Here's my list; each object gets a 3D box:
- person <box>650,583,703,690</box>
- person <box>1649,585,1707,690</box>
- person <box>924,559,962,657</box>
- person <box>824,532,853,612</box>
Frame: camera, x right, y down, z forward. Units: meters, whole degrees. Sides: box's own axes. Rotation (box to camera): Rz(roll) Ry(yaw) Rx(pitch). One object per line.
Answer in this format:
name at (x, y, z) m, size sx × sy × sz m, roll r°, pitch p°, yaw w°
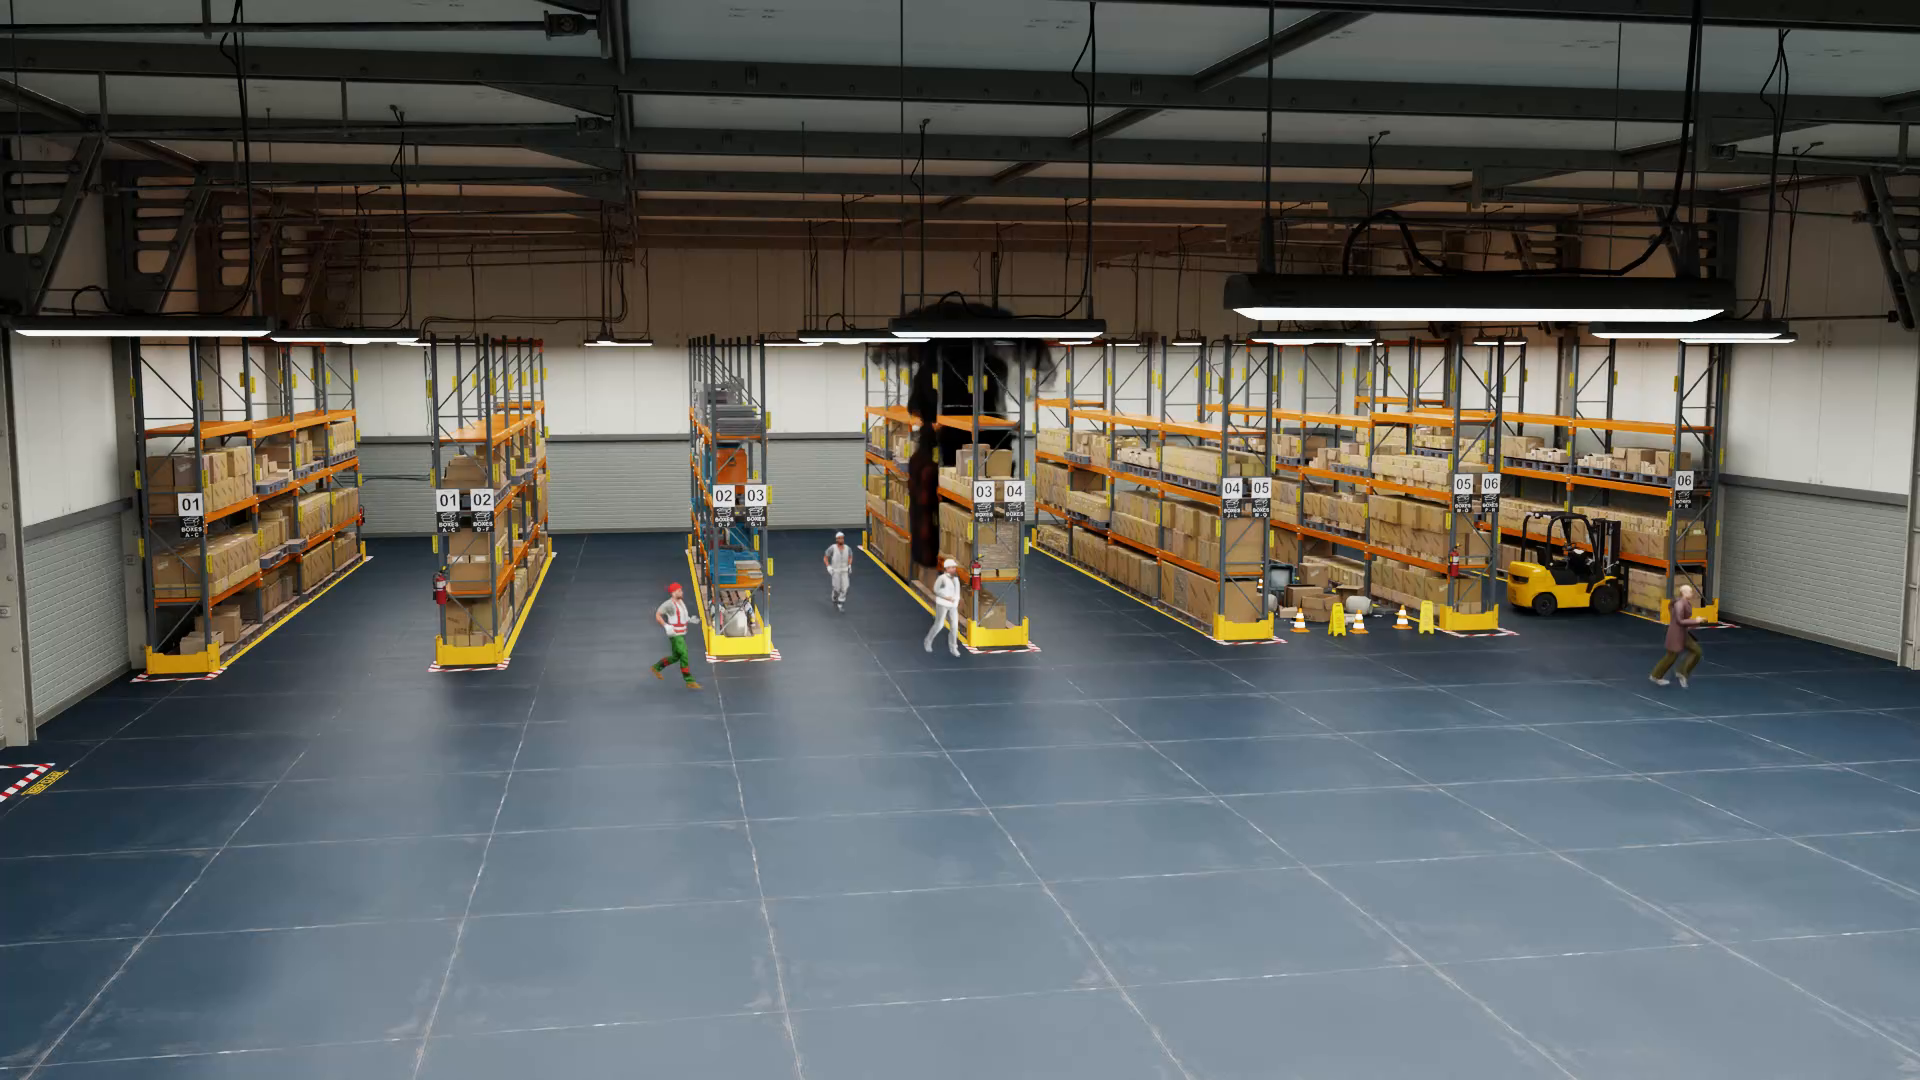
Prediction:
person at (-4.813, 1.613, 28.128) m, size 0.985 × 1.793 × 0.656 m, roll 2°, pitch 7°, yaw 13°
person at (12.134, 1.635, 28.080) m, size 0.892 × 1.781 × 0.751 m, roll 5°, pitch 8°, yaw 37°
person at (-0.206, 1.250, 31.334) m, size 0.708 × 1.785 × 0.854 m, roll -6°, pitch 9°, yaw -42°
person at (-2.636, 0.699, 36.327) m, size 0.641 × 1.746 × 0.554 m, roll -2°, pitch 7°, yaw -19°
